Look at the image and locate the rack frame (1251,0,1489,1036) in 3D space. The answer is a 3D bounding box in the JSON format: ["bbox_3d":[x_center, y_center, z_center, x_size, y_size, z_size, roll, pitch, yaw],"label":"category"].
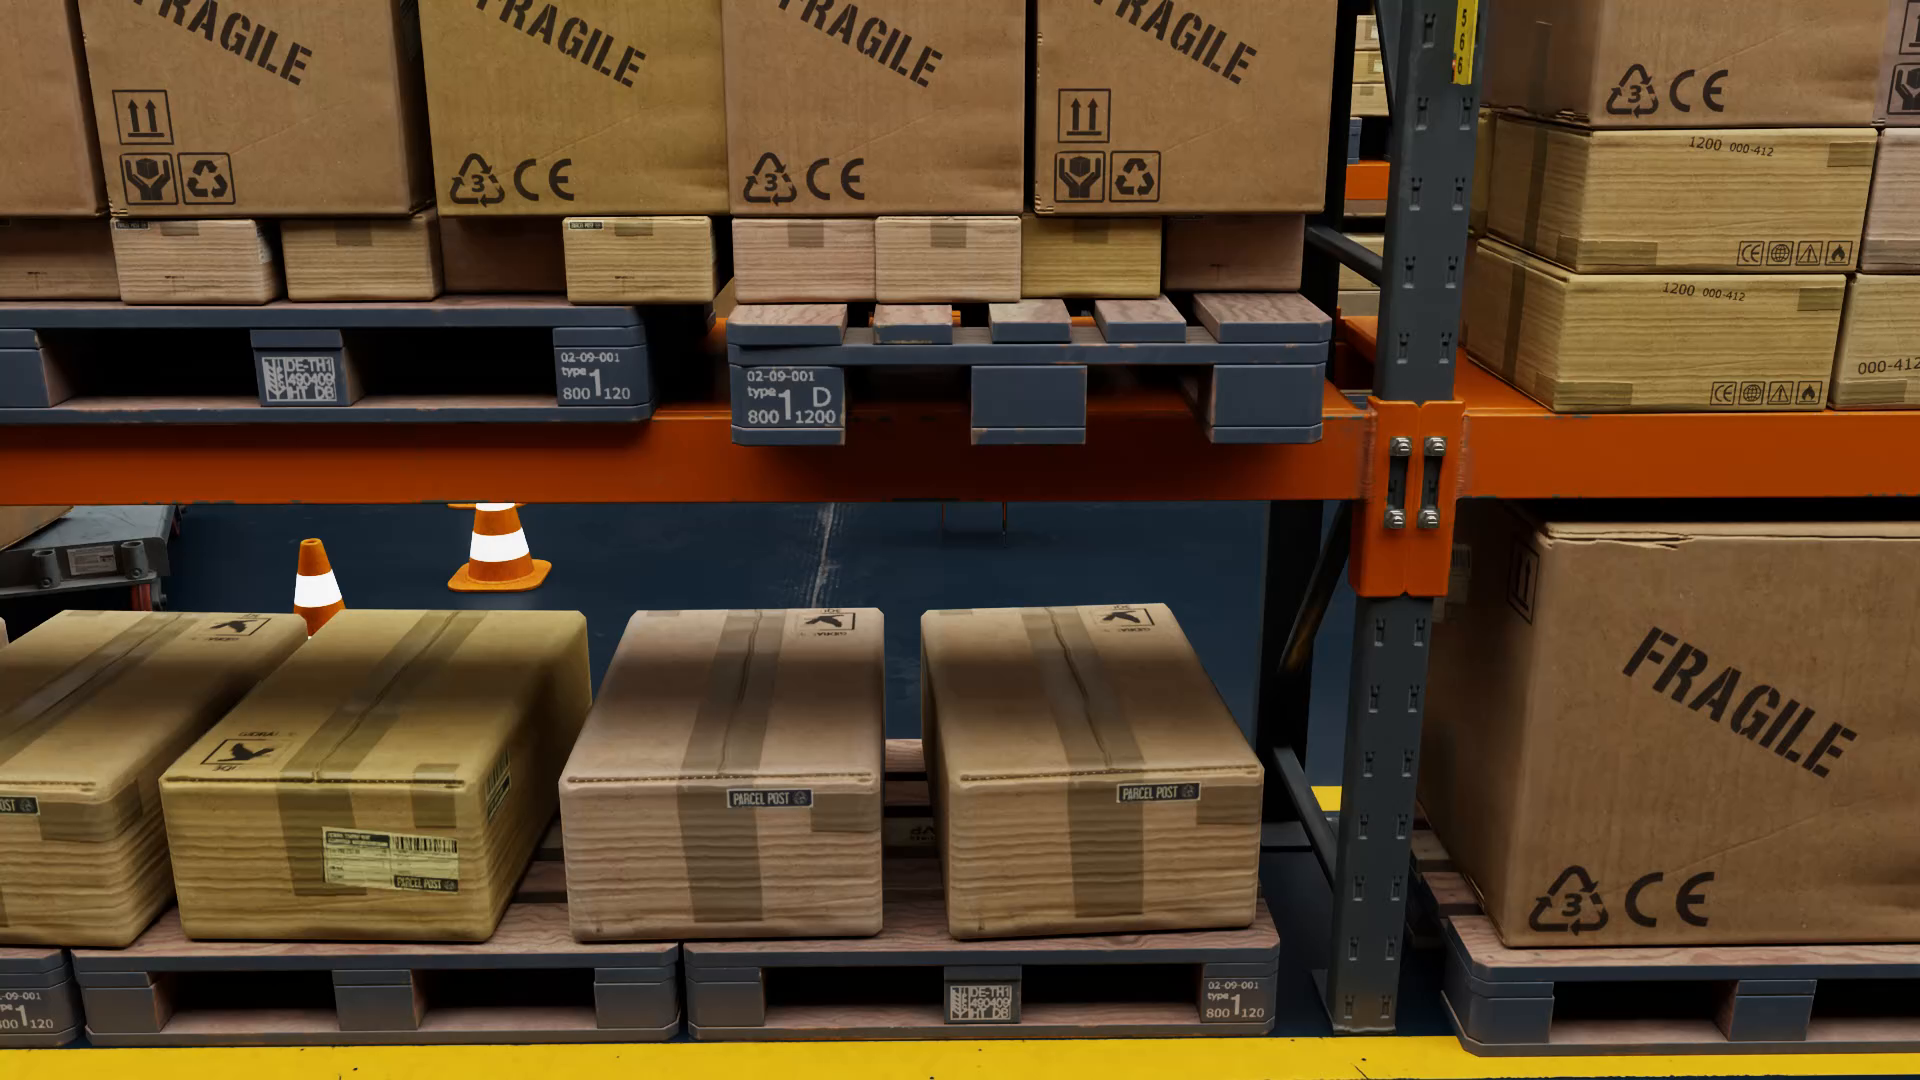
[{"bbox_3d":[0.818,-0.569,3.411,0.127,3.000,1.000,0,18,-1],"label":"rack frame"}]

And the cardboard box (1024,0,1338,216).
[{"bbox_3d":[0.368,-0.871,3.015,0.500,0.500,0.500,-1,18,-2],"label":"cardboard box"}]

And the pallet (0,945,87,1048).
[{"bbox_3d":[-2.403,0.774,3.790,1.213,0.211,1.003,0,18,-1],"label":"pallet"}]

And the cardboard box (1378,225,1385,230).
[{"bbox_3d":[2.334,-1.378,8.108,0.500,0.250,0.500,0,18,0],"label":"cardboard box"}]

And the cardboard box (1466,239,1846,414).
[{"bbox_3d":[1.311,-0.423,3.202,0.500,0.250,0.500,-1,18,-2],"label":"cardboard box"}]

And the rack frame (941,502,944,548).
[{"bbox_3d":[-0.068,-0.500,6.386,0.008,1.050,0.200,0,18,-1],"label":"rack frame"}]

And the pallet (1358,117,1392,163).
[{"bbox_3d":[2.617,-2.011,8.220,1.213,0.211,1.003,0,18,-1],"label":"pallet"}]

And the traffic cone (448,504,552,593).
[{"bbox_3d":[-1.690,-0.082,6.046,0.334,0.463,0.336,0,18,-1],"label":"traffic cone"}]

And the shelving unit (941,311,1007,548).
[{"bbox_3d":[0.053,-0.500,6.388,0.252,1.050,0.215,0,18,-1],"label":"shelving unit"}]

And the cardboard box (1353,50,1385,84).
[{"bbox_3d":[1.915,-2.249,7.885,0.250,0.149,0.380,0,18,-1],"label":"cardboard box"}]

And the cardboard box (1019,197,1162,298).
[{"bbox_3d":[0.227,-0.553,3.083,0.250,0.149,0.380,0,18,0],"label":"cardboard box"}]

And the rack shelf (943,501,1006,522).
[{"bbox_3d":[0.053,-0.225,6.476,0.240,0.259,0.215,0,18,-1],"label":"rack shelf"}]

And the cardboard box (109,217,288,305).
[{"bbox_3d":[-1.321,-0.534,3.026,0.250,0.149,0.380,0,18,1],"label":"cardboard box"}]

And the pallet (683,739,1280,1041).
[{"bbox_3d":[0.036,0.762,3.827,1.213,0.211,1.003,0,18,-1],"label":"pallet"}]

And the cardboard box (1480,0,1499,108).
[{"bbox_3d":[1.331,-1.175,3.500,0.500,0.500,0.500,-1,18,-2],"label":"cardboard box"}]

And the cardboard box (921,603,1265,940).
[{"bbox_3d":[0.253,0.482,3.749,0.625,0.372,0.950,-1,18,-5],"label":"cardboard box"}]

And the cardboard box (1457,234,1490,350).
[{"bbox_3d":[1.319,-0.579,3.689,0.500,0.250,0.500,-1,18,-3],"label":"cardboard box"}]

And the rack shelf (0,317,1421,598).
[{"bbox_3d":[-1.182,-0.217,3.491,4.000,0.370,1.077,0,18,-1],"label":"rack shelf"}]

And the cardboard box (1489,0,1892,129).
[{"bbox_3d":[1.315,-1.021,3.018,0.500,0.500,0.500,-1,18,-3],"label":"cardboard box"}]

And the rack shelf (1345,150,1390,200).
[{"bbox_3d":[2.638,-1.748,8.262,4.000,0.370,1.077,0,18,-1],"label":"rack shelf"}]

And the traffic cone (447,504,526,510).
[{"bbox_3d":[-1.996,-0.399,7.032,0.334,0.463,0.336,0,18,-1],"label":"traffic cone"}]

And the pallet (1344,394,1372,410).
[{"bbox_3d":[1.420,-0.756,8.559,1.213,0.211,1.003,0,18,-1],"label":"pallet"}]

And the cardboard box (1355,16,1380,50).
[{"bbox_3d":[1.882,-2.390,7.838,0.250,0.149,0.380,-1,18,-3],"label":"cardboard box"}]

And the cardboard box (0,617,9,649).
[{"bbox_3d":[-2.657,0.498,3.698,0.625,0.372,0.950,0,18,0],"label":"cardboard box"}]

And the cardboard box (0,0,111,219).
[{"bbox_3d":[-1.713,-0.855,2.963,0.500,0.500,0.500,0,18,-1],"label":"cardboard box"}]

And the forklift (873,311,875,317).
[{"bbox_3d":[-1.479,-2.968,11.001,1.130,2.935,3.031,-15,23,-40],"label":"forklift"}]

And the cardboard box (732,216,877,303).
[{"bbox_3d":[-0.276,-0.539,3.041,0.250,0.149,0.380,-1,18,-3],"label":"cardboard box"}]

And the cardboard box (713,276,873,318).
[{"bbox_3d":[-0.846,-1.229,8.462,0.750,0.750,1.050,0,18,0],"label":"cardboard box"}]

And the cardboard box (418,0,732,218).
[{"bbox_3d":[-0.654,-0.863,2.988,0.500,0.500,0.500,-1,18,-5],"label":"cardboard box"}]

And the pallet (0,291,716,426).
[{"bbox_3d":[-1.161,-0.456,3.372,1.213,0.211,1.003,0,18,-1],"label":"pallet"}]

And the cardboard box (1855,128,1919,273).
[{"bbox_3d":[1.845,-0.665,3.137,0.500,0.250,0.500,0,18,0],"label":"cardboard box"}]

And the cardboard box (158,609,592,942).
[{"bbox_3d":[-1.243,0.490,3.725,0.625,0.372,0.950,0,18,1],"label":"cardboard box"}]

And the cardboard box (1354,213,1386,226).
[{"bbox_3d":[2.331,-1.534,8.596,0.500,0.250,0.500,0,18,0],"label":"cardboard box"}]

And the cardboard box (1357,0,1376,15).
[{"bbox_3d":[3.336,-4.135,12.721,0.637,0.503,0.797,0,18,0],"label":"cardboard box"}]

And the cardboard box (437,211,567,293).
[{"bbox_3d":[-0.804,-0.571,3.140,0.250,0.149,0.380,0,18,0],"label":"cardboard box"}]
